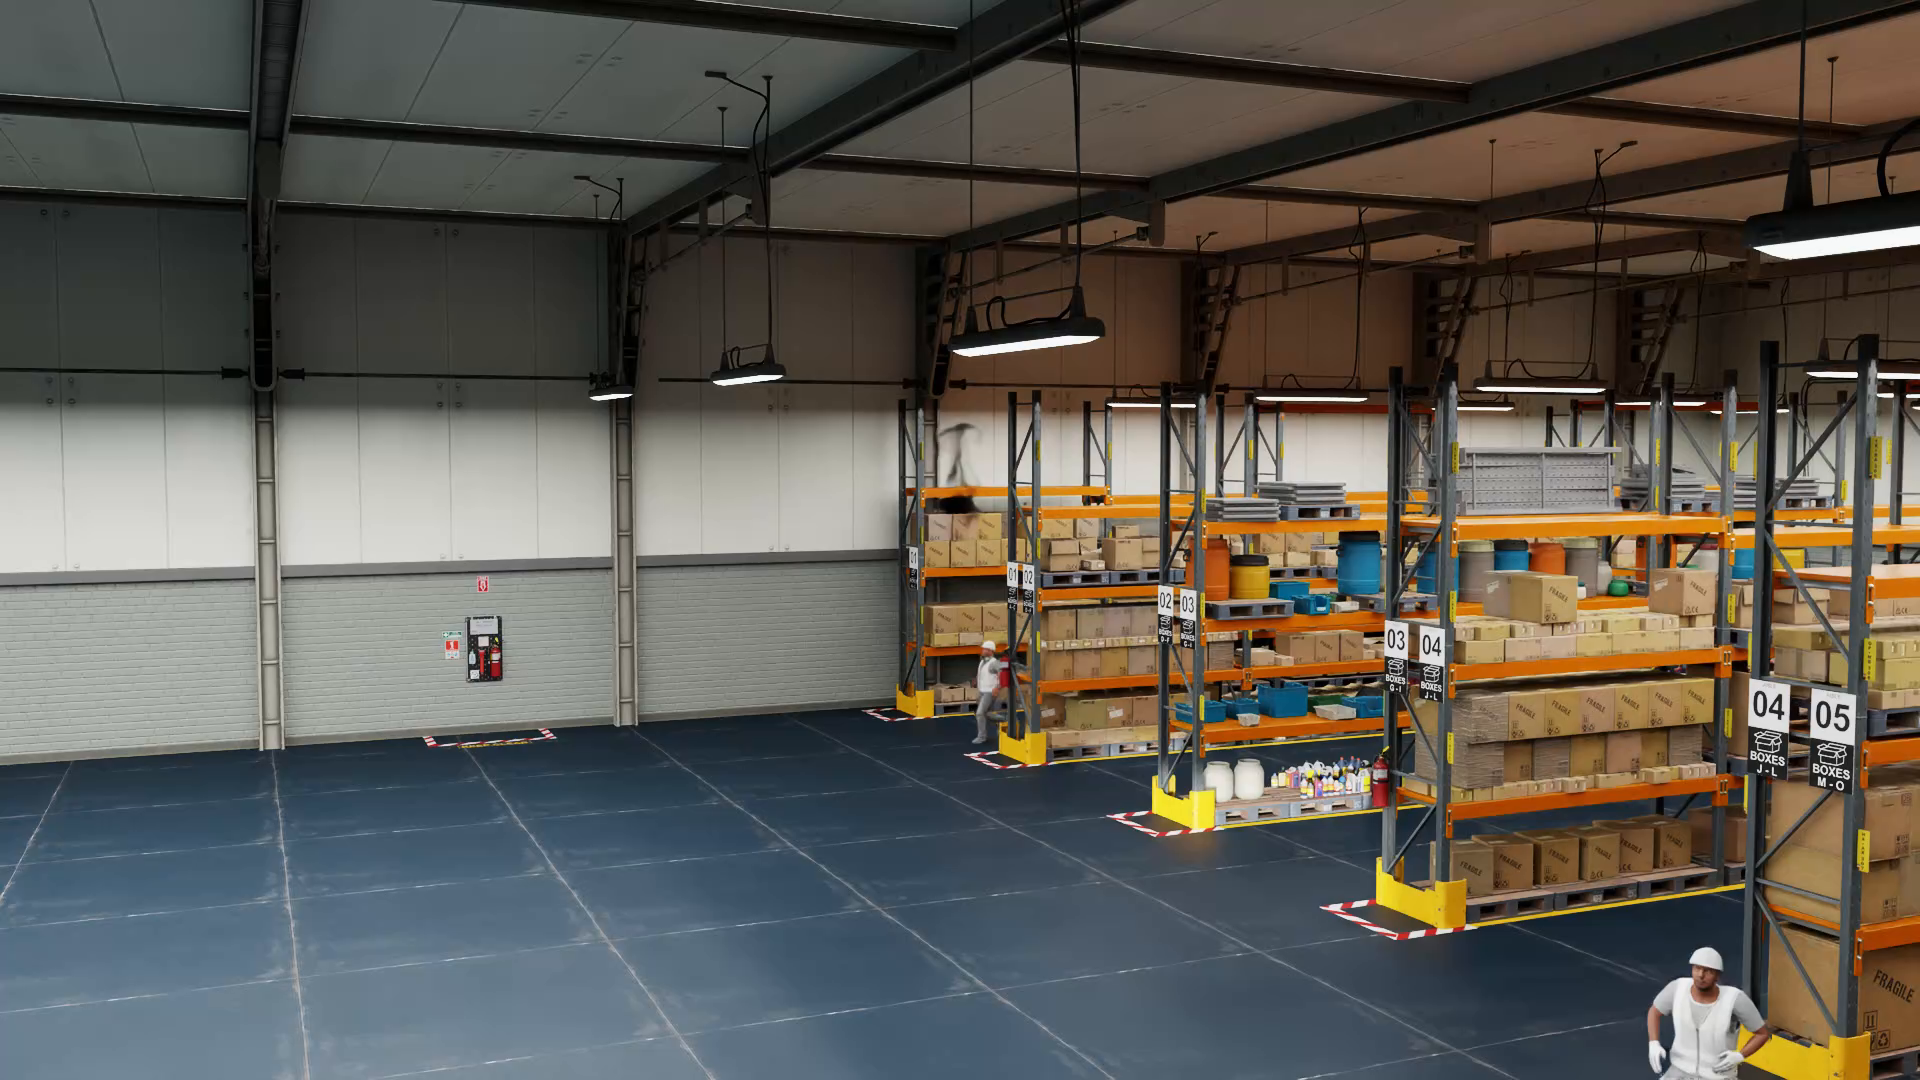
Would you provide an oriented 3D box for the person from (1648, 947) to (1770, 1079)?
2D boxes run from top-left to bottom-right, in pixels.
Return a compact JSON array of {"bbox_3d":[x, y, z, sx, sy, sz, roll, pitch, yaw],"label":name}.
[{"bbox_3d":[5.048,3.643,11.410,0.892,1.777,0.706,2,4,36],"label":"person"}]

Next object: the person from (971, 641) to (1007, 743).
[{"bbox_3d":[0.521,2.621,28.768,0.749,1.766,0.697,-1,4,-24],"label":"person"}]
